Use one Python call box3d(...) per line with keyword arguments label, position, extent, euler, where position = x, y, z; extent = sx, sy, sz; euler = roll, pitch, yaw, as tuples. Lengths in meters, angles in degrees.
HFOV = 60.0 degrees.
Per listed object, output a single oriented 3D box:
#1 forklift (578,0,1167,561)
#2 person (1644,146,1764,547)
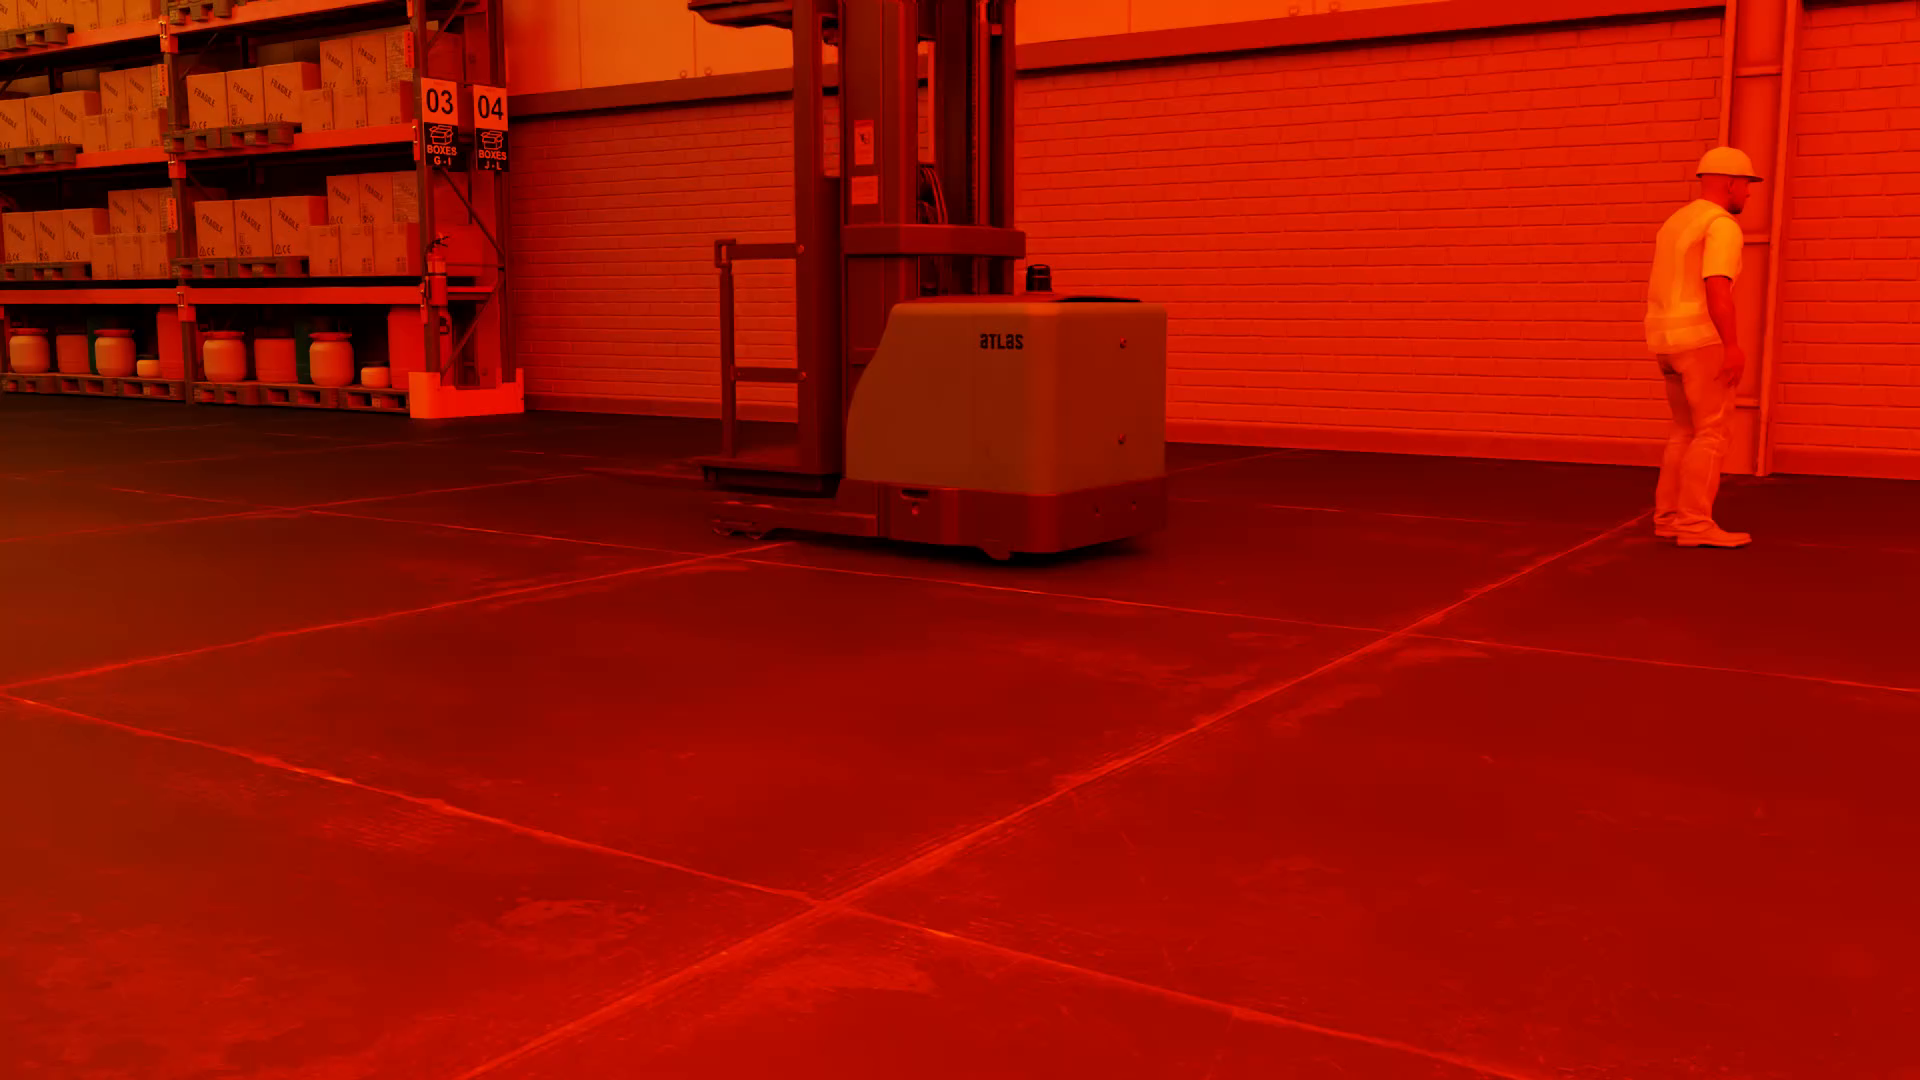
box3d(label="forklift", position=(-0.558, -1.506, 7.780), extent=(3.031, 2.935, 1.130), euler=(6, 10, 36))
box3d(label="person", position=(3.328, -0.866, 7.456), extent=(0.454, 1.759, 0.628), euler=(0, 8, 1))
